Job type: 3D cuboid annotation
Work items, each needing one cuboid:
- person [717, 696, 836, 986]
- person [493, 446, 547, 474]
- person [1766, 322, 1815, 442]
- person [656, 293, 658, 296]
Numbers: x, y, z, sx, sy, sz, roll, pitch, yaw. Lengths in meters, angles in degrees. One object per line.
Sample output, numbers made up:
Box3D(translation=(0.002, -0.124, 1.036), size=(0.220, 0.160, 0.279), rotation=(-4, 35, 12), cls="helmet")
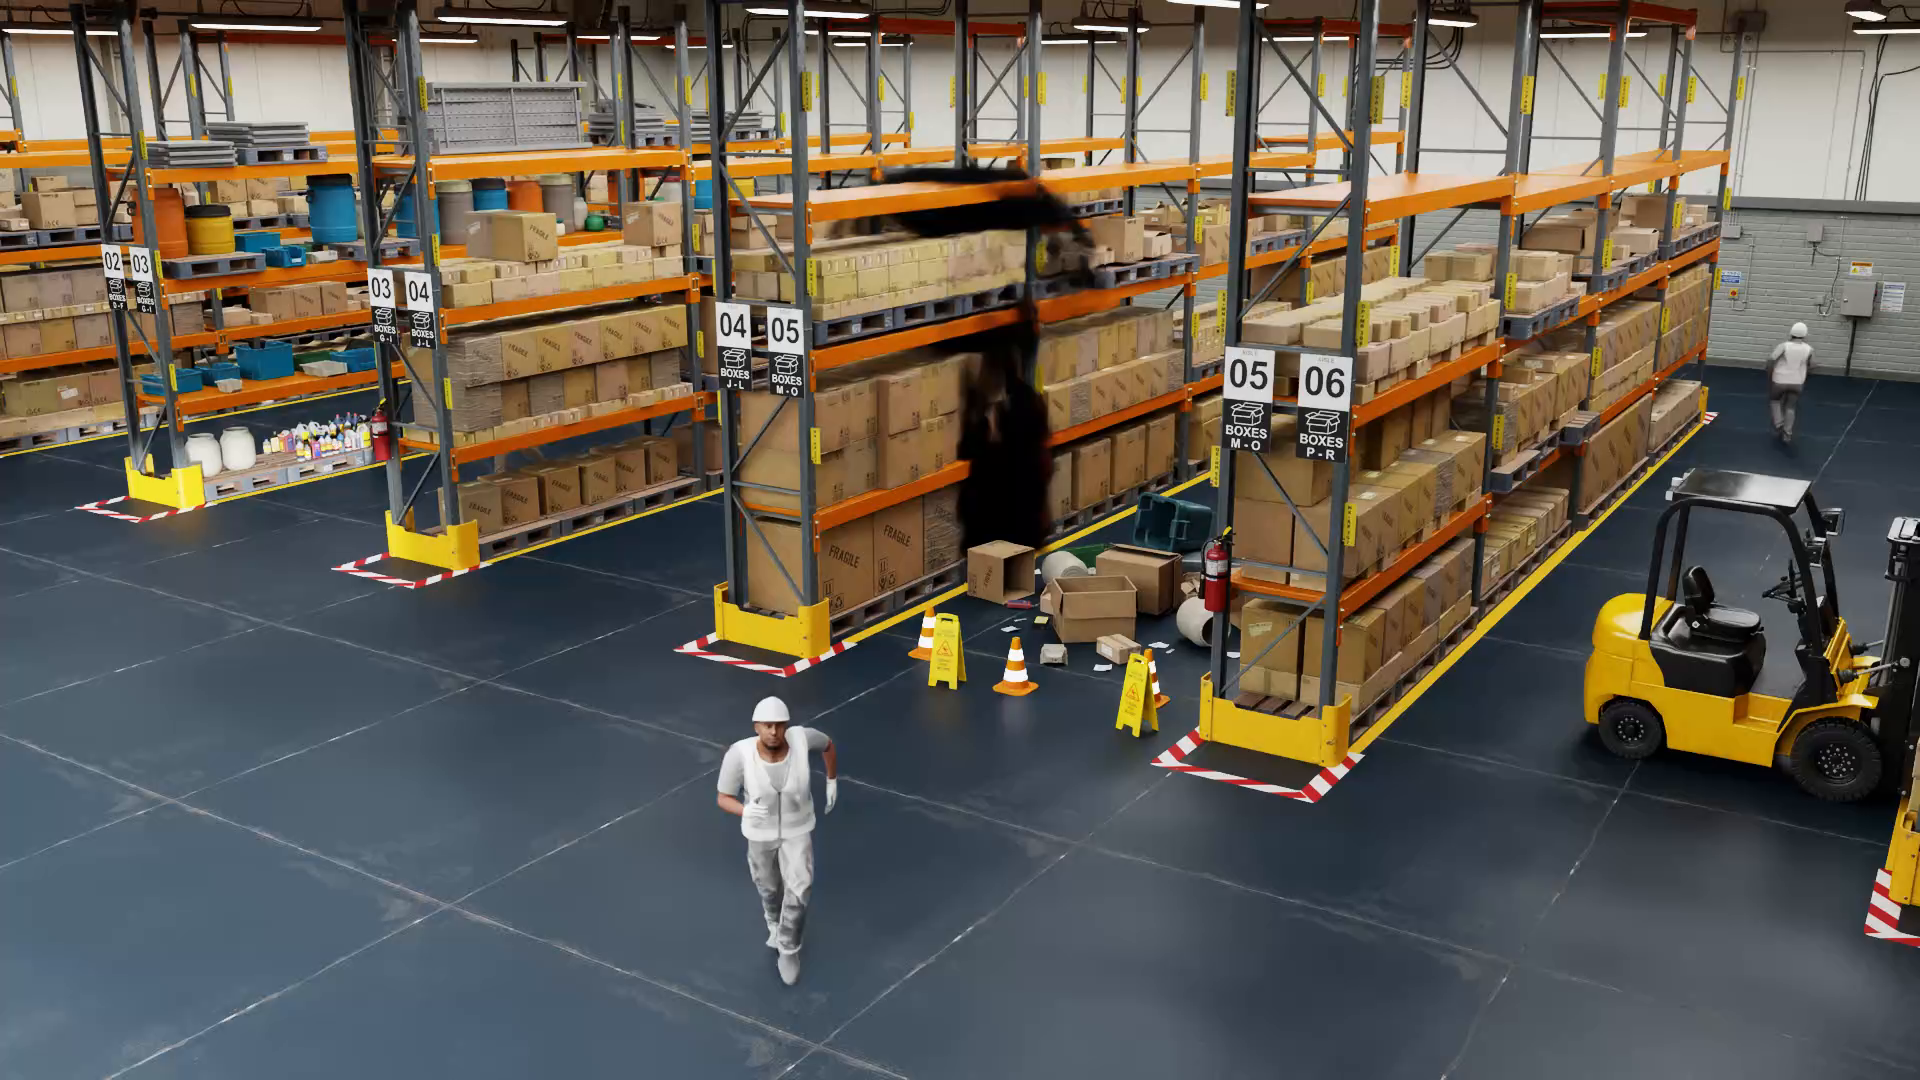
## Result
Box3D(translation=(-1.053, 1.723, 9.722), size=(0.715, 1.779, 0.832), rotation=(-3, 16, -9), cls="person")
Box3D(translation=(-5.726, -1.496, 21.324), size=(0.656, 1.740, 0.922), rotation=(9, 18, 30), cls="person")
Box3D(translation=(12.100, -2.317, 24.312), size=(0.669, 1.749, 0.660), rotation=(5, 16, 17), cls="person")
Box3D(translation=(-5.596, -4.663, 32.543), size=(0.735, 1.671, 0.797), rotation=(7, 17, 22), cls="person")
